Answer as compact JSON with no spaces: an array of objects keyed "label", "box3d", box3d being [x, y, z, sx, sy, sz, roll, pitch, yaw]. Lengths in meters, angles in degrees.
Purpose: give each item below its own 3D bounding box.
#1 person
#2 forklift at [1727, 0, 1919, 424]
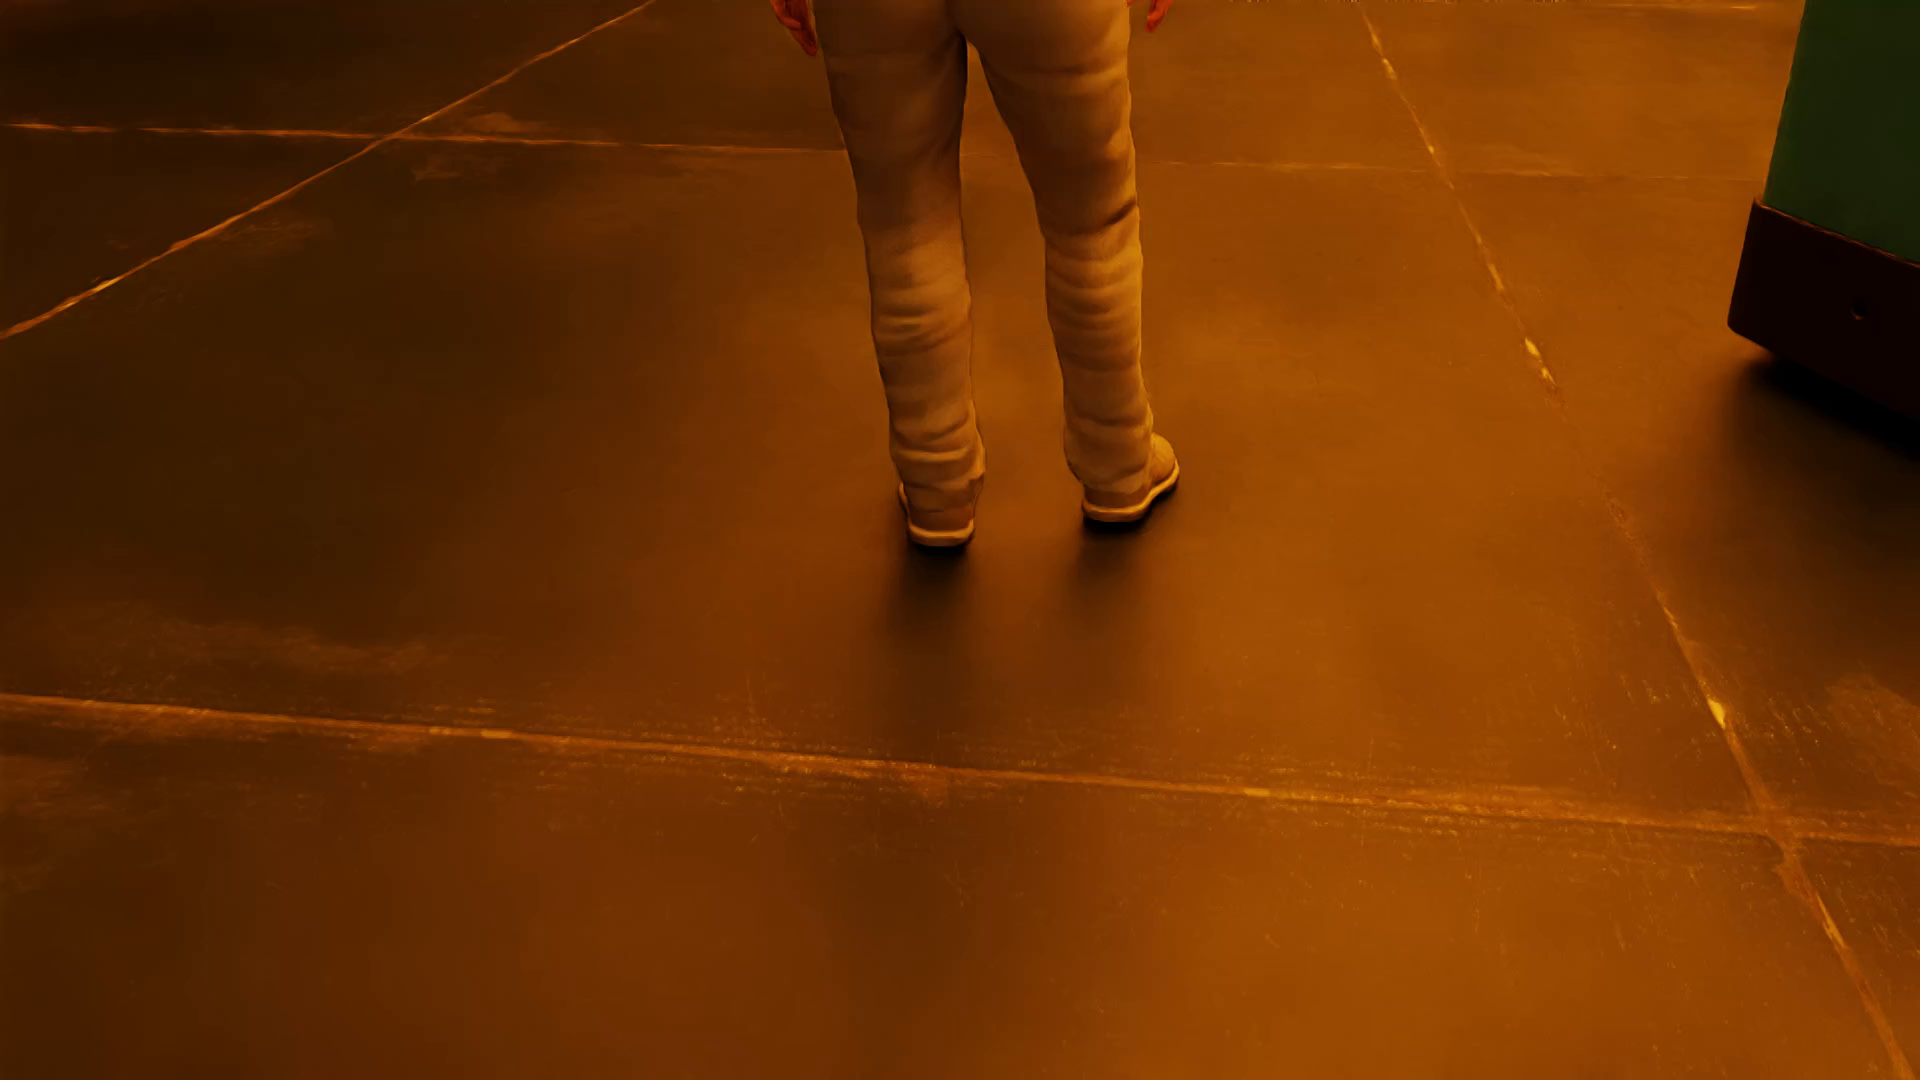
[{"label":"person","box3d":[0.033,-0.785,2.190,0.598,1.669,0.529,3,27,7]},{"label":"forklift","box3d":[3.027,-1.620,2.464,3.031,2.935,1.130,-7,27,-13]}]
